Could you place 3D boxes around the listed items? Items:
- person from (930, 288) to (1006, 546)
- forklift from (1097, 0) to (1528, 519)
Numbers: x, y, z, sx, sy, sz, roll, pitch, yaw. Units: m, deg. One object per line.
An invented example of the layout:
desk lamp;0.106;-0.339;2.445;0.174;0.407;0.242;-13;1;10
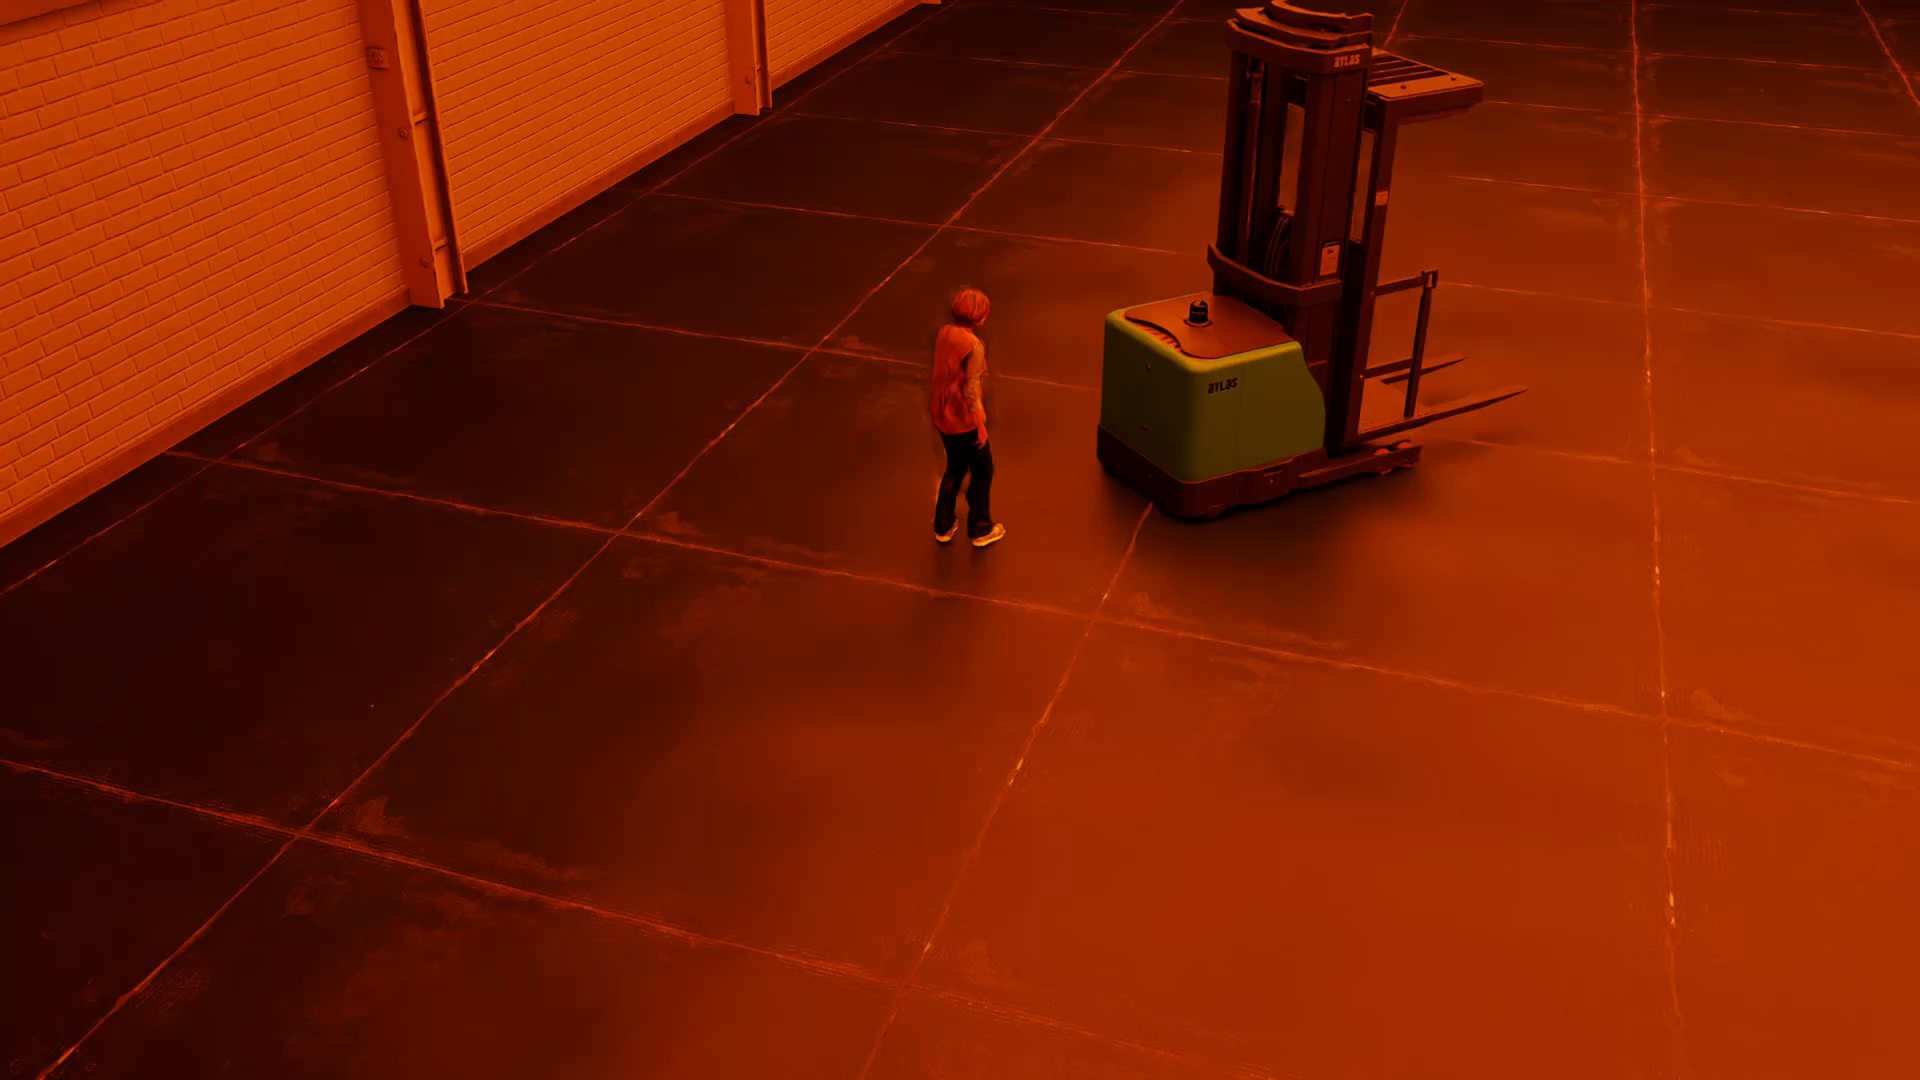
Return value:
person;0.055;-0.710;9.738;0.438;1.589;0.450;-15;33;-24
forklift;2.440;-1.916;10.497;3.031;2.935;1.130;-15;33;-25
